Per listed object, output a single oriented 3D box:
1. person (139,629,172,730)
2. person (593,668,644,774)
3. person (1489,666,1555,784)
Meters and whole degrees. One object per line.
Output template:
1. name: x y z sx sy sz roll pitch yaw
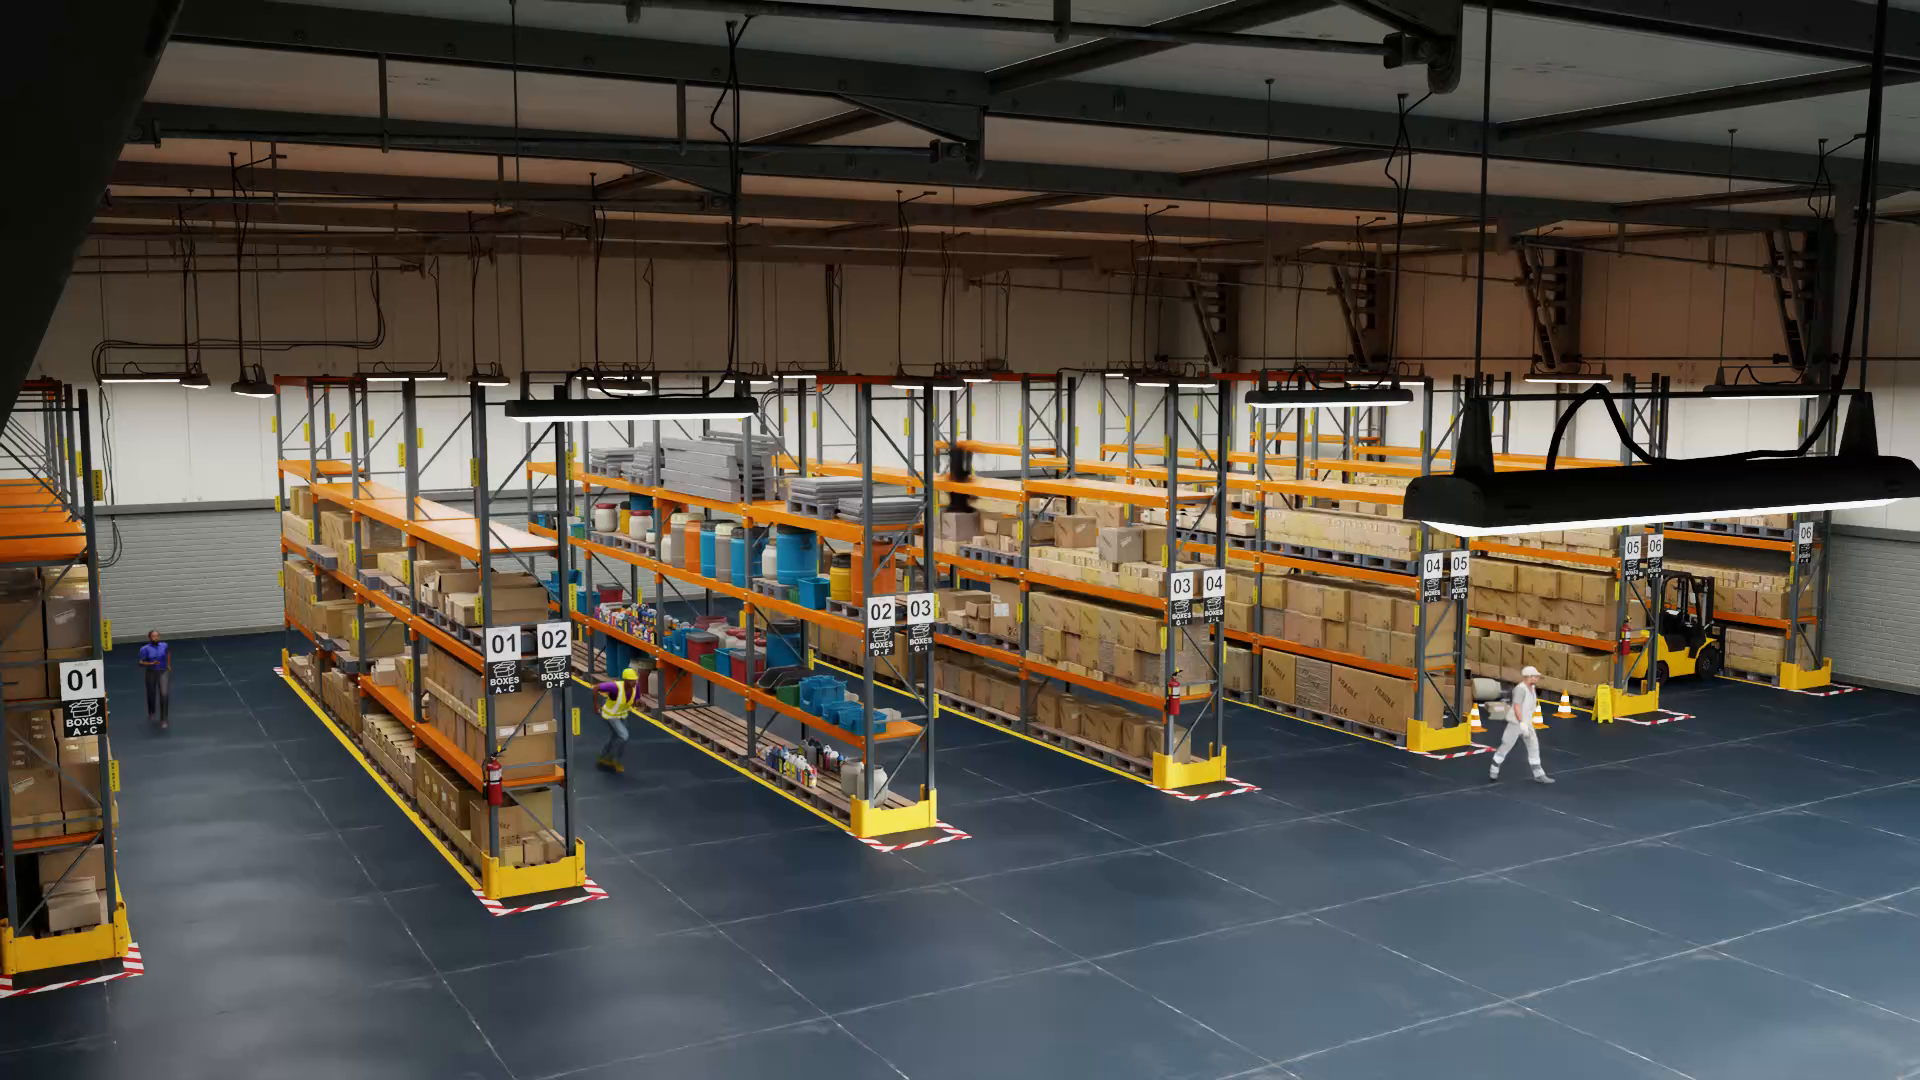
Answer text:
1. person: -13.835 2.373 28.608 0.529 1.705 0.862 -4 7 -32
2. person: -5.269 2.759 25.424 0.966 1.671 0.754 5 8 40
3. person: 8.418 2.742 24.847 0.899 1.737 0.694 6 9 45
